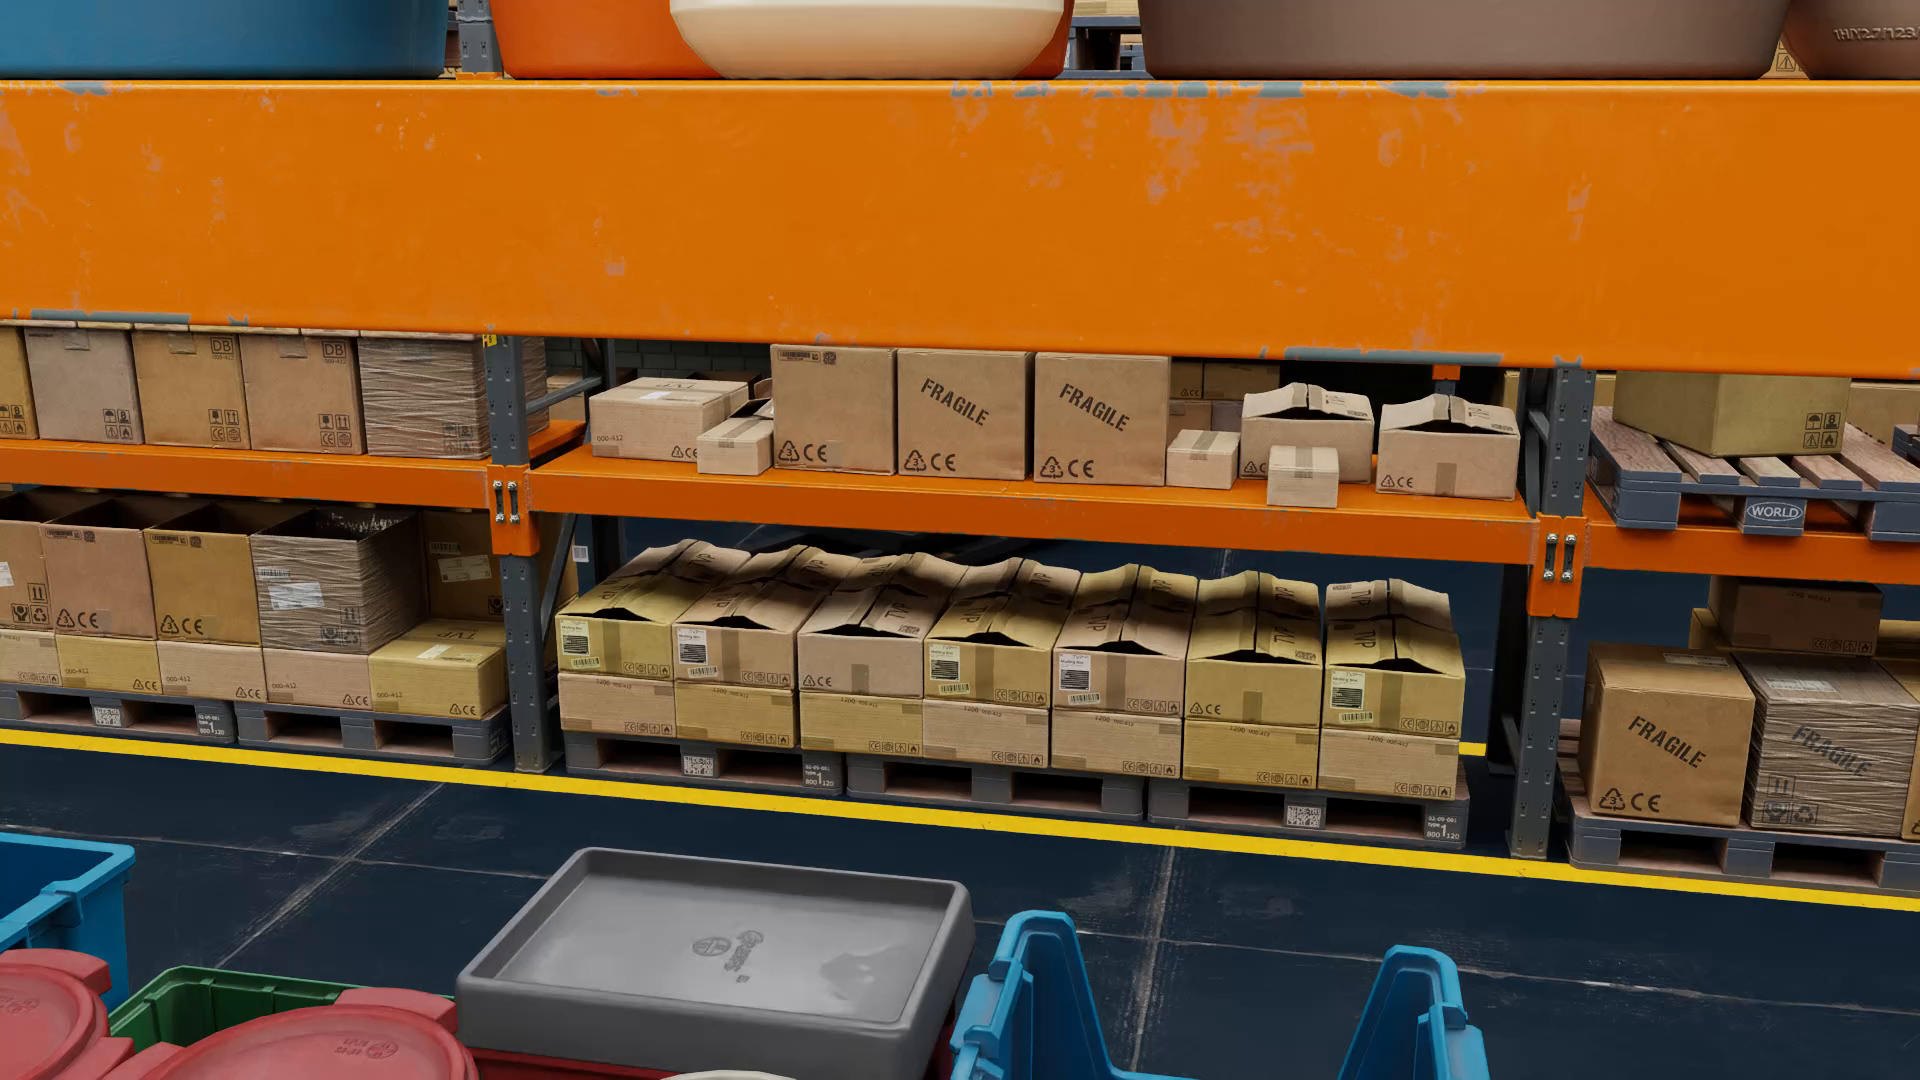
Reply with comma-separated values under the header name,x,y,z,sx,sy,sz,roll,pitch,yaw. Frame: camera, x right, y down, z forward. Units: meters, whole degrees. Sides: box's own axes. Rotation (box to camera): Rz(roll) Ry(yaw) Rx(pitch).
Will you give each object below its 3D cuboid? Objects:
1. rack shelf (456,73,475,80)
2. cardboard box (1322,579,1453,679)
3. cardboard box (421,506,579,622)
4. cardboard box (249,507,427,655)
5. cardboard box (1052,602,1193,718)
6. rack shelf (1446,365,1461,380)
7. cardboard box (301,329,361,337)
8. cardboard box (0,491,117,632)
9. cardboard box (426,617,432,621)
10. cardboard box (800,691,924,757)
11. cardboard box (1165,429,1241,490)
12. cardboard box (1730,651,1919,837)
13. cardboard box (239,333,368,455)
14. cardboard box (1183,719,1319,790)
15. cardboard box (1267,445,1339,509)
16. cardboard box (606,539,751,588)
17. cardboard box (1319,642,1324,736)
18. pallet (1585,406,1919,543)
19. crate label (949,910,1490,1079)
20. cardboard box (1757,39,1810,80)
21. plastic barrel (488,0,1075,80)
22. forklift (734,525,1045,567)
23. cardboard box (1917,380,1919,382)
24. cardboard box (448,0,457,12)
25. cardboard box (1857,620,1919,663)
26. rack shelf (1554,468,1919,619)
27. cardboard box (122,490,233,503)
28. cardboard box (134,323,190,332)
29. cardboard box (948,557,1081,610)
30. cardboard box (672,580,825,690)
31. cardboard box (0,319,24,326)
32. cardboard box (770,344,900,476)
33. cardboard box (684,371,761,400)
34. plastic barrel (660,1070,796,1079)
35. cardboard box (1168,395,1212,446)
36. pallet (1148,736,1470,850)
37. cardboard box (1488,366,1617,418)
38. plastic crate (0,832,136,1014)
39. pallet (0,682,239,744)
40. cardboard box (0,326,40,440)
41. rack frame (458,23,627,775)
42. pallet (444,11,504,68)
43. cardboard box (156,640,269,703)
name,x,y,z,sx,sy,sz,roll,pitch,yaw
rack shelf,-3.664,-1.802,7.106,4.000,0.370,1.077,3,16,11
cardboard box,1.761,0.364,6.872,0.500,0.311,0.500,4,16,13
cardboard box,-2.096,0.058,7.622,0.500,0.500,0.500,3,16,11
cardboard box,-2.690,0.168,7.227,0.500,0.500,0.500,3,16,11
cardboard box,0.648,0.452,6.556,0.500,0.311,0.500,3,16,11
rack shelf,5.159,-1.227,10.649,4.000,0.370,1.077,3,16,11
cardboard box,-2.513,-0.943,6.874,0.250,0.149,0.380,3,16,9
cardboard box,-4.160,0.088,7.514,0.500,0.500,0.500,3,16,11
cardboard box,-2.587,0.394,7.813,0.500,0.250,0.500,3,16,11
cardboard box,-0.350,0.667,6.830,0.500,0.250,0.500,3,16,9
cardboard box,0.954,-0.316,6.483,0.250,0.149,0.380,4,16,15
cardboard box,3.119,0.734,6.081,0.500,0.500,0.500,3,16,9
cardboard box,-2.659,-0.693,7.187,0.500,0.500,0.700,3,16,11
cardboard box,1.145,0.748,6.535,0.500,0.250,0.500,3,16,10
cardboard box,1.279,-0.238,6.203,0.250,0.149,0.380,3,16,11
cardboard box,-1.250,0.203,7.455,0.500,0.311,0.500,3,16,11
cardboard box,1.761,0.634,6.947,0.500,0.250,0.500,3,16,11
pallet,2.894,-0.274,6.220,1.003,0.211,1.213,3,16,11
crate label,0.305,0.771,2.022,0.616,0.435,0.502,3,16,11
cardboard box,2.650,-1.863,5.792,0.500,0.500,0.910,3,16,11
plastic barrel,-0.178,-0.876,1.611,0.708,0.830,0.600,3,16,11
forklift,-0.395,-1.283,9.633,1.130,2.935,3.031,12,20,37
cardboard box,6.456,-0.634,10.402,0.750,0.750,0.750,3,16,12
cardboard box,-2.145,-2.456,6.884,0.500,0.500,0.500,4,16,16
cardboard box,3.686,0.625,6.475,0.500,0.500,0.500,3,16,9
rack shelf,4.175,0.069,5.970,4.000,0.370,1.077,3,16,11
cardboard box,-3.567,-0.021,7.908,0.500,0.500,0.500,3,16,11
cardboard box,-3.258,-0.984,7.022,0.250,0.149,0.380,4,16,13
cardboard box,0.241,0.283,7.163,0.500,0.311,0.500,3,16,10
cardboard box,-0.860,0.371,6.847,0.500,0.311,0.500,3,16,10
cardboard box,-4.020,-1.025,7.170,0.250,0.149,0.380,3,16,10
cardboard box,-0.439,-0.572,6.749,0.500,0.500,0.500,4,16,15
cardboard box,-1.746,-0.945,12.142,0.500,0.500,0.500,2,16,7
plastic barrel,-0.239,0.837,1.643,0.421,0.512,0.421,0,15,0
cardboard box,1.509,-0.789,11.578,0.500,0.500,0.700,3,16,11
pallet,1.416,0.906,6.825,1.213,0.211,1.003,3,16,11
cardboard box,3.893,-0.773,10.903,0.750,0.750,0.750,3,16,10
plastic crate,-1.552,0.684,2.433,0.575,0.384,0.392,3,16,11
pallet,-3.675,0.630,7.823,1.213,0.211,1.003,3,16,11
cardboard box,-4.168,-0.775,7.482,0.500,0.500,0.700,3,16,11
rack frame,-1.704,-0.596,7.026,0.127,3.000,1.000,3,16,11
pallet,-2.545,-2.038,6.777,1.213,0.211,1.003,3,16,11
cardboard box,-3.183,0.507,7.407,0.500,0.250,0.500,3,16,11
